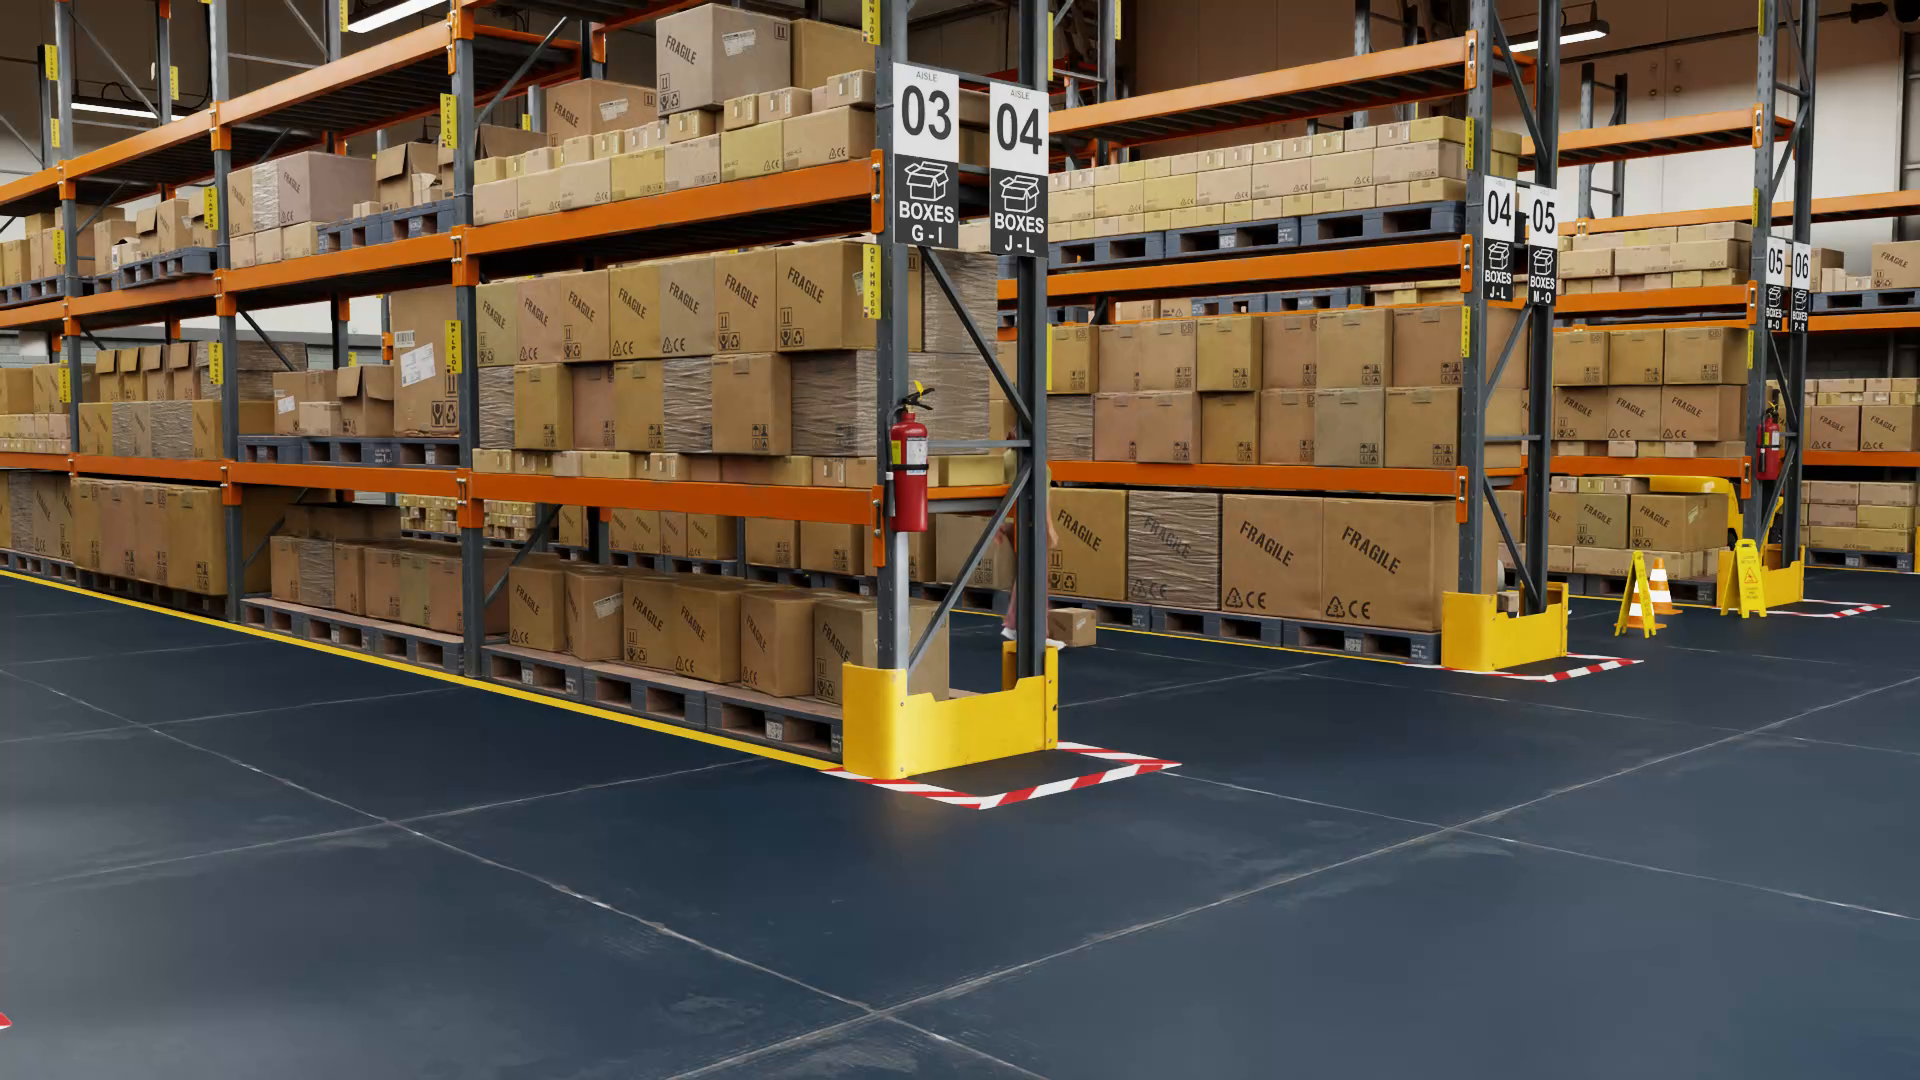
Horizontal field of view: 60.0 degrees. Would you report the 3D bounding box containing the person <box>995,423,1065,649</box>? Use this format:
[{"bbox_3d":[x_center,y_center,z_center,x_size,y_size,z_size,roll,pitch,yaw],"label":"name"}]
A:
[{"bbox_3d":[0.498,-0.057,11.709,0.392,1.703,0.531,-3,5,-33],"label":"person"}]
